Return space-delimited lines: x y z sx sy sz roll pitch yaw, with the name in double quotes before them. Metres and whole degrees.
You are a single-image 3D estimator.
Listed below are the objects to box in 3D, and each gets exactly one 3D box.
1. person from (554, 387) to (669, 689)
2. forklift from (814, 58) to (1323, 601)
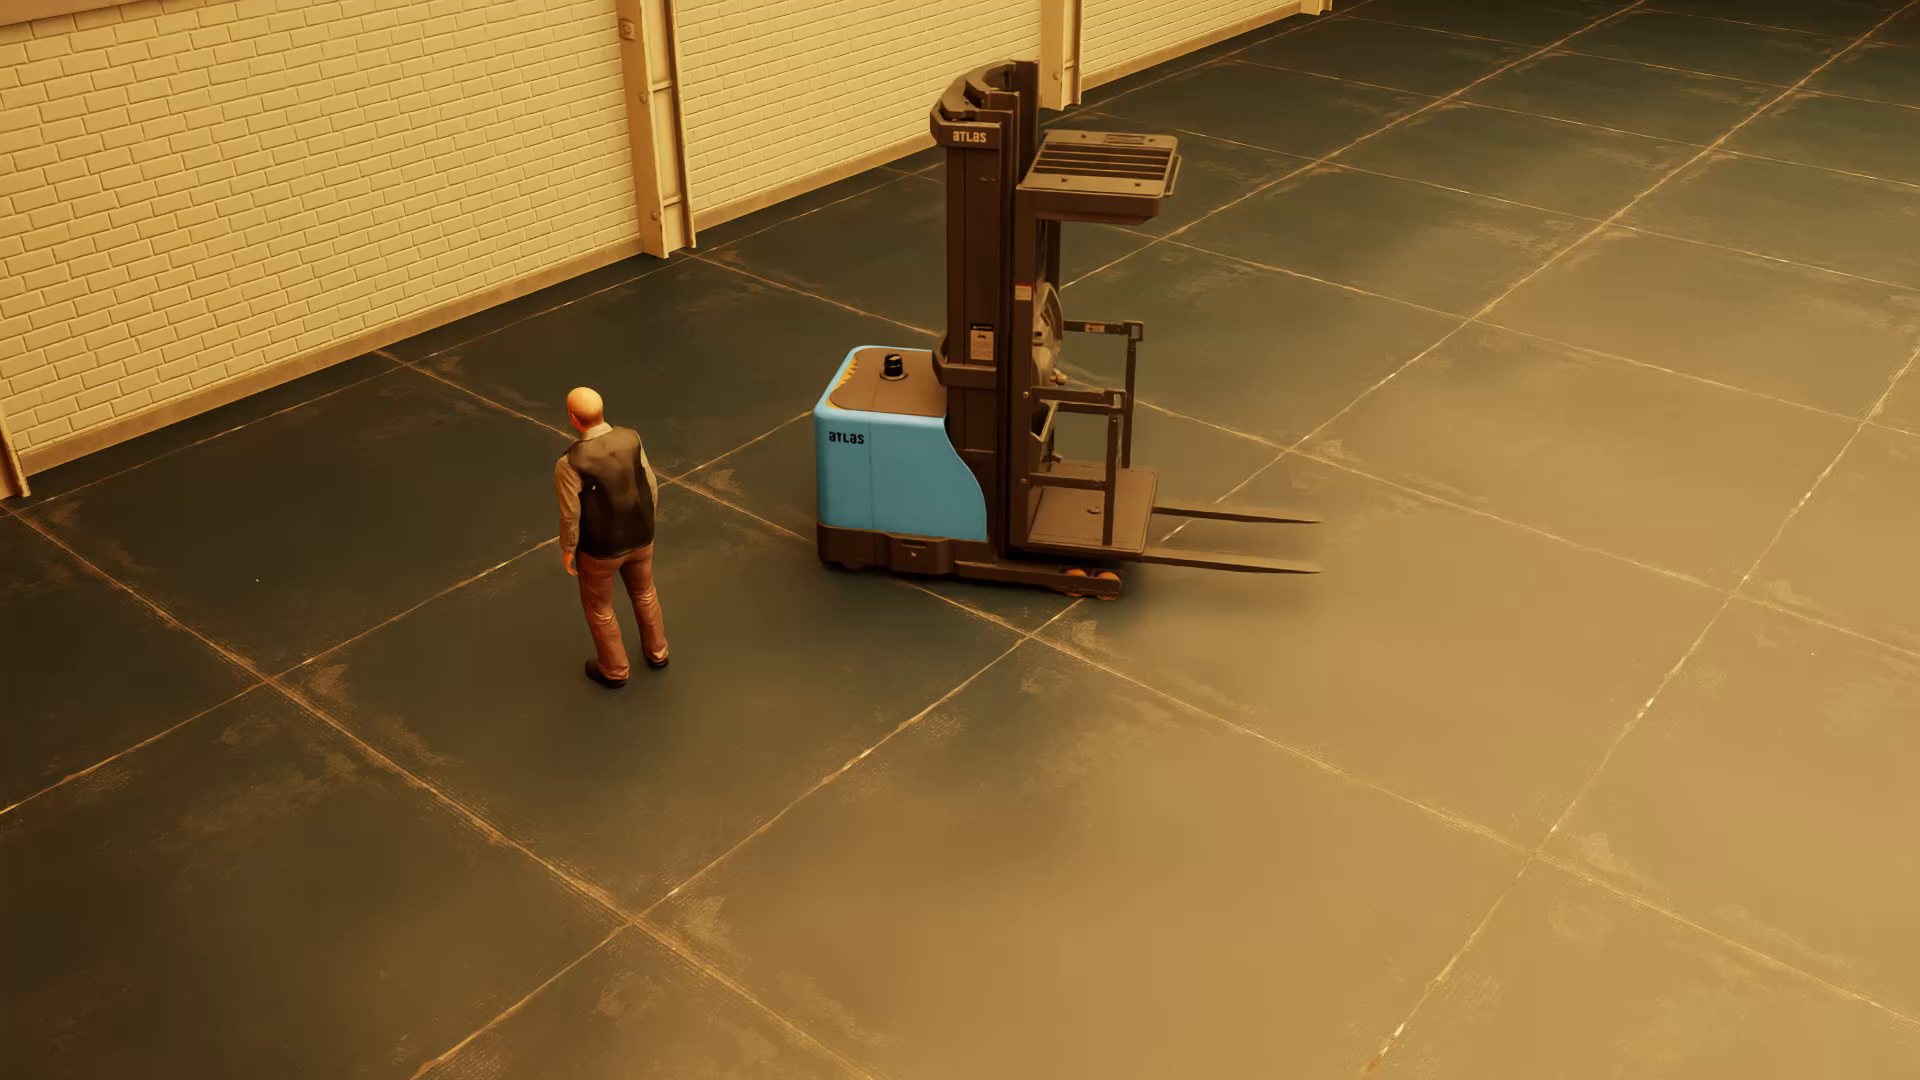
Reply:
"person" -1.836 0.000 8.797 0.589 1.720 0.421 -25 38 -36
"forklift" 0.697 -1.197 9.643 3.031 2.935 1.130 6 31 9
